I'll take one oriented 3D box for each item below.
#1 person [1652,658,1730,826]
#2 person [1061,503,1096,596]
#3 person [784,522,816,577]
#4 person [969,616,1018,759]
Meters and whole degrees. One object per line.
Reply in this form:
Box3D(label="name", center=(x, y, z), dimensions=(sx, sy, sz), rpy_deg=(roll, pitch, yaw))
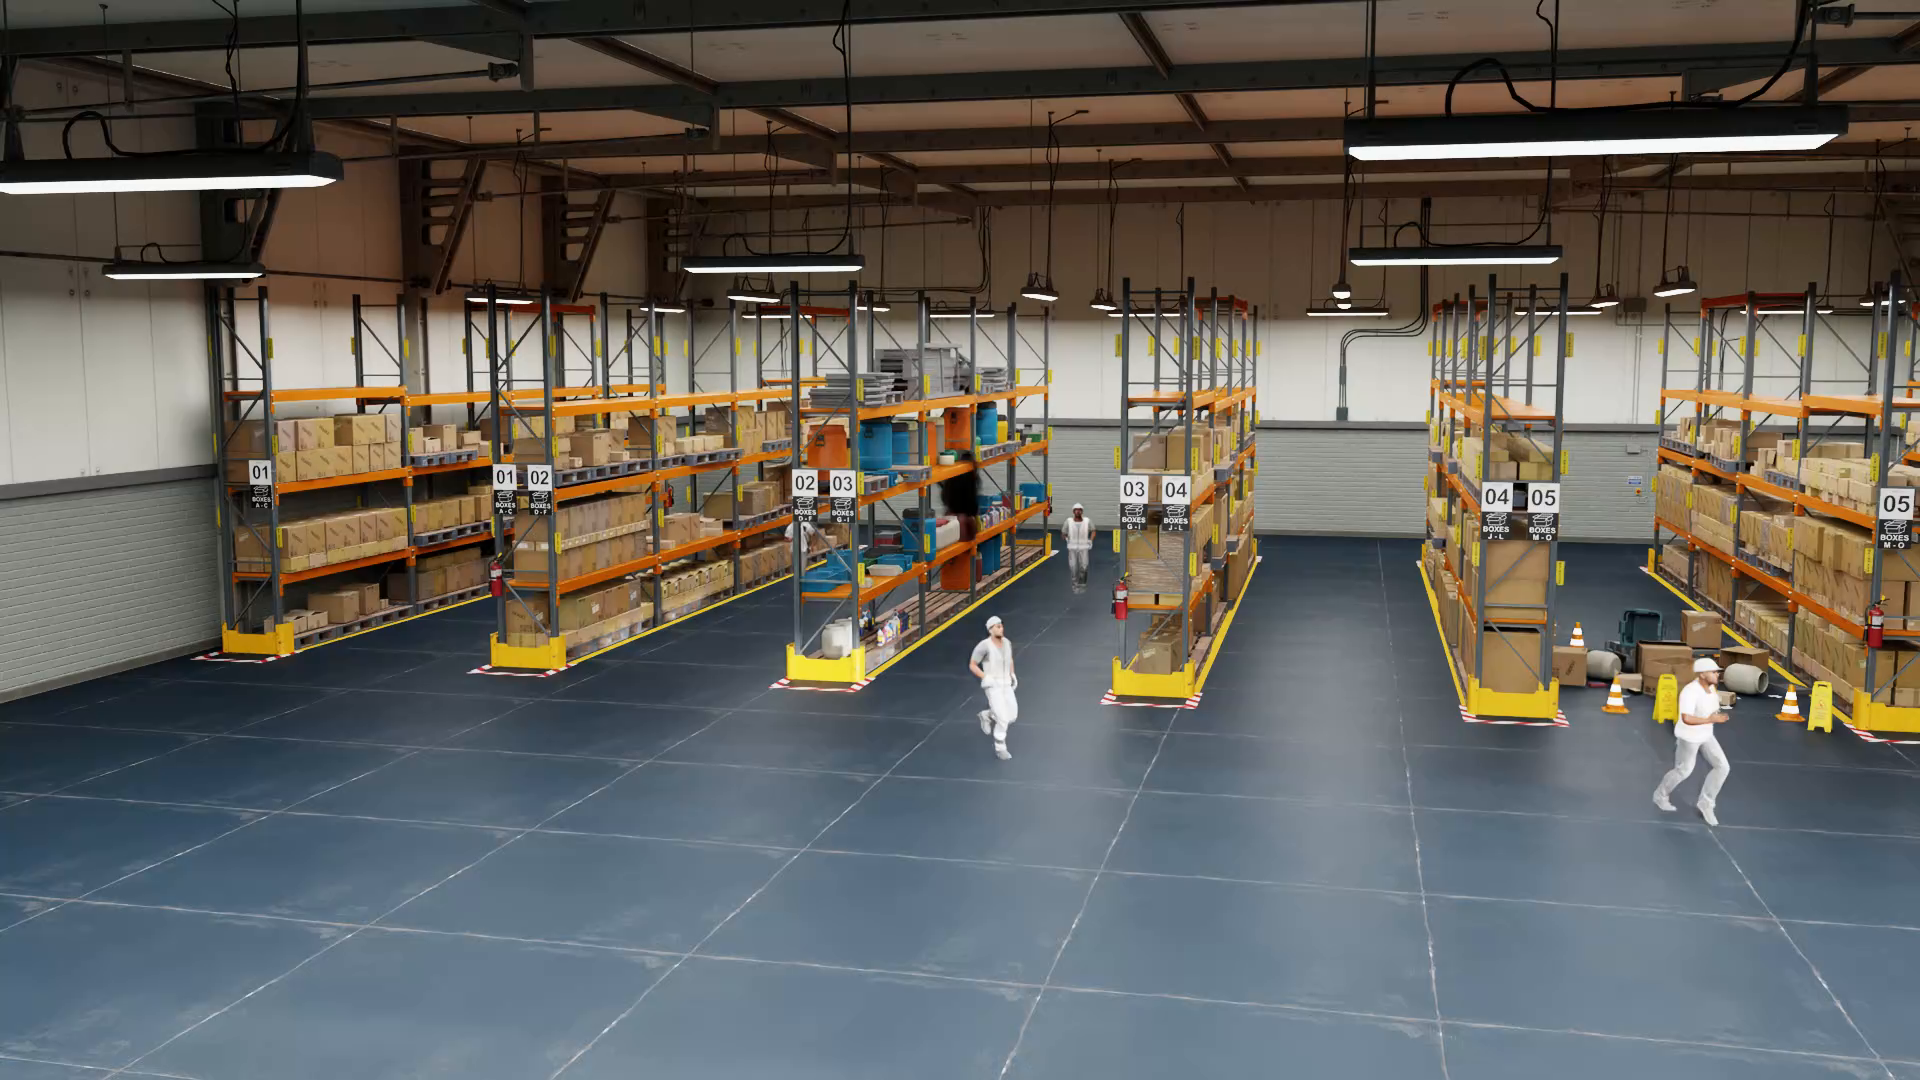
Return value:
Box3D(label="person", center=(7.777, 2.117, 17.639), dimensions=(0.728, 1.792, 0.838), rpy_deg=(-5, 8, -37))
Box3D(label="person", center=(2.270, 0.194, 31.843), dimensions=(0.667, 1.780, 0.591), rpy_deg=(0, 7, 4))
Box3D(label="person", center=(-3.029, 0.266, 31.356), dimensions=(0.575, 1.737, 0.875), rpy_deg=(1, 7, 7))
Box3D(label="person", center=(0.411, 1.797, 20.526), dimensions=(0.688, 1.735, 0.670), rpy_deg=(-6, 9, -43))
